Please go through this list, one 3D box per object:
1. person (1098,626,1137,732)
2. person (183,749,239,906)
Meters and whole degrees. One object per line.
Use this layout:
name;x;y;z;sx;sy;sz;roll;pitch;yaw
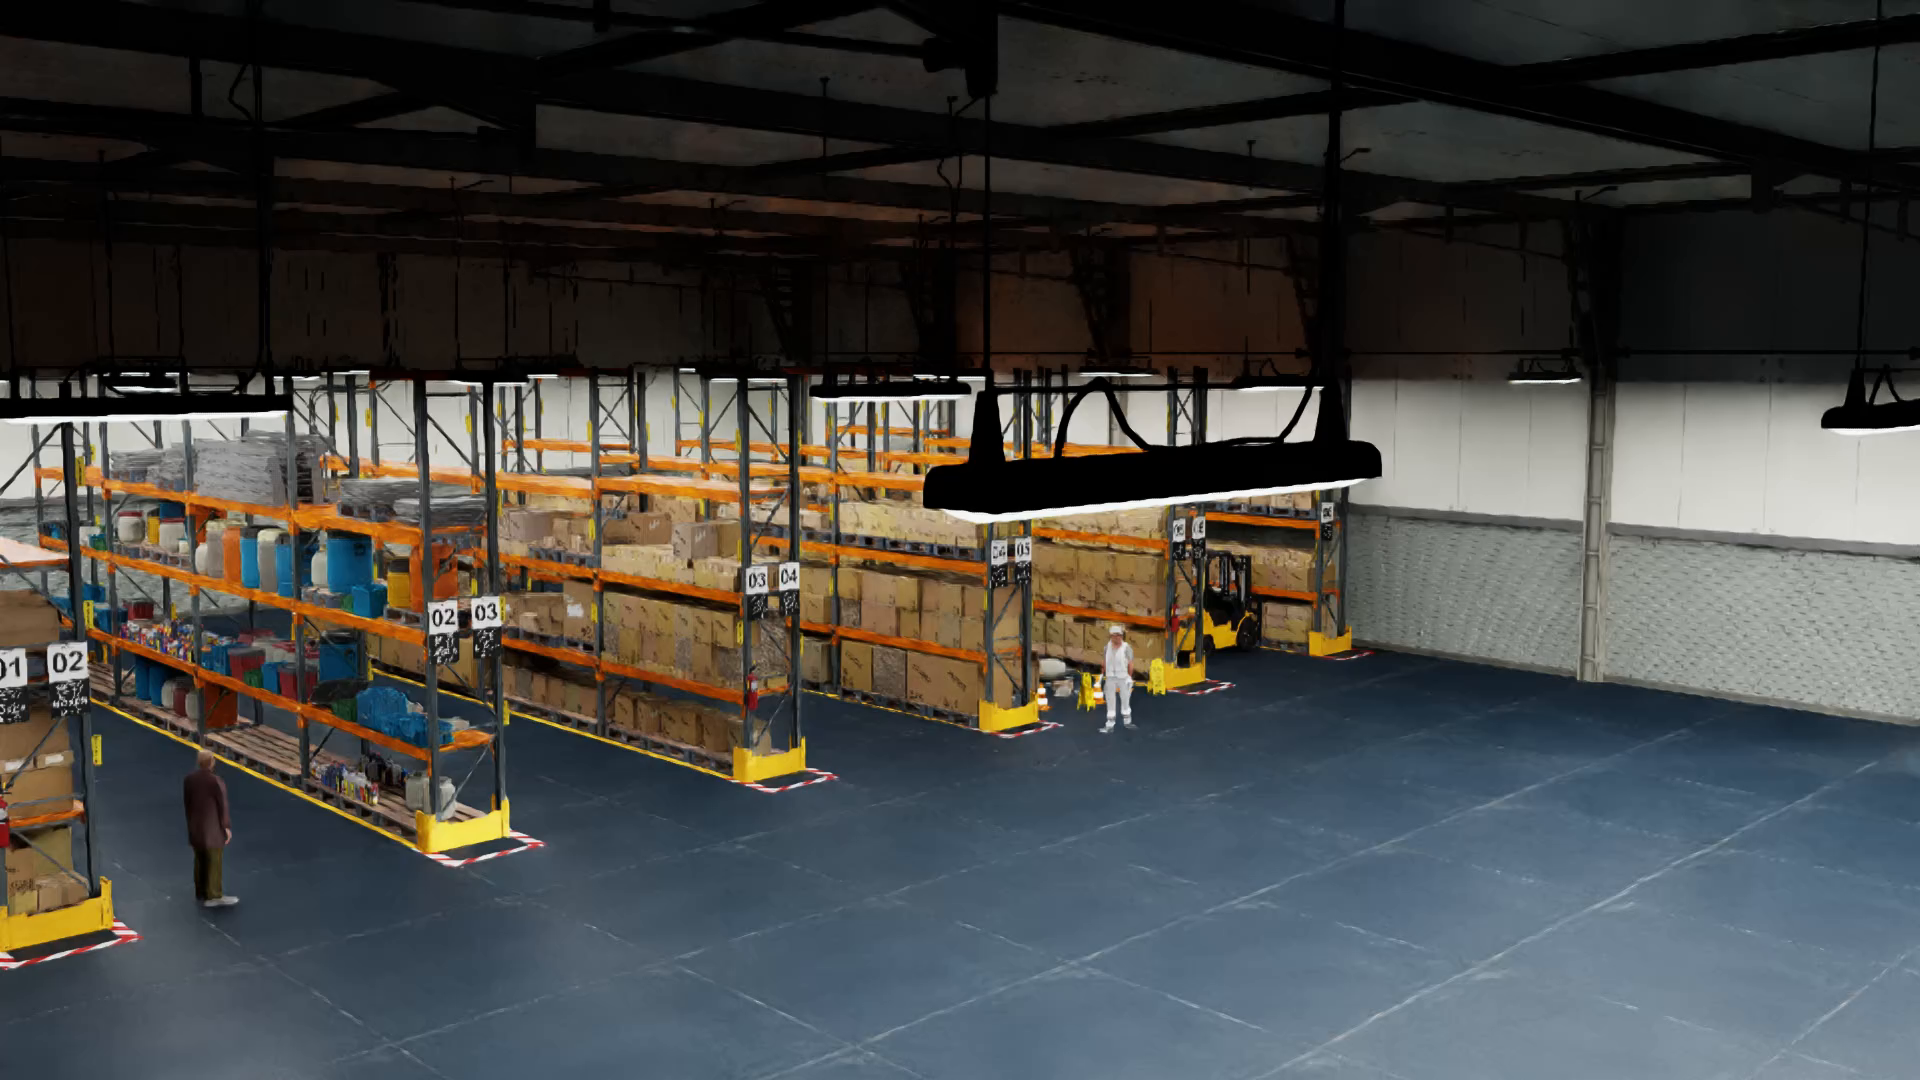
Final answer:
person;2.632;2.313;27.831;0.656;1.791;0.555;3;7;24
person;-8.608;3.273;19.122;0.653;1.790;0.522;2;7;21
